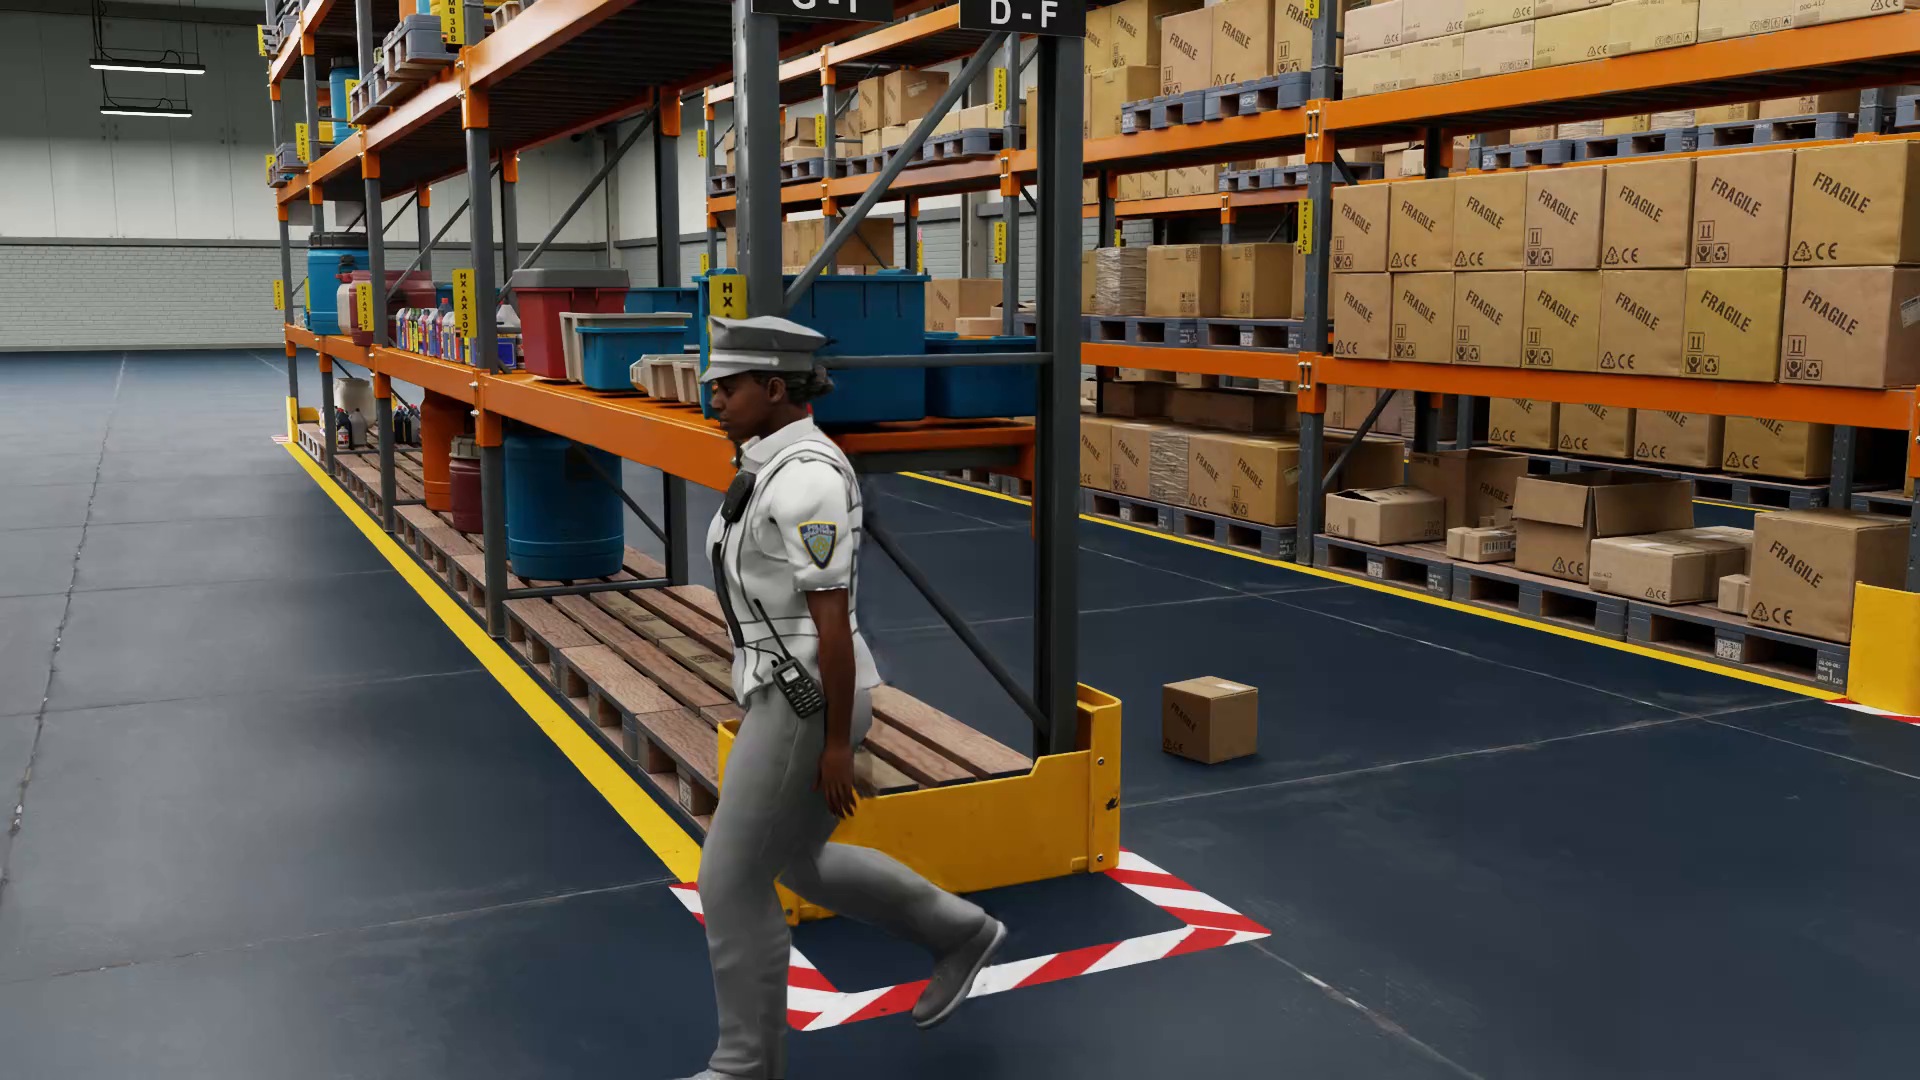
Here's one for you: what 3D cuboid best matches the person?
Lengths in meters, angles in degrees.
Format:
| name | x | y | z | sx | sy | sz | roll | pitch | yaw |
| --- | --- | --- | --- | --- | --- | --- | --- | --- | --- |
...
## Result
| name | x | y | z | sx | sy | sz | roll | pitch | yaw |
| --- | --- | --- | --- | --- | --- | --- | --- | --- | --- |
| person | -0.276 | 0.348 | 3.505 | 0.809 | 1.632 | 0.464 | -2 | 9 | -10 |
